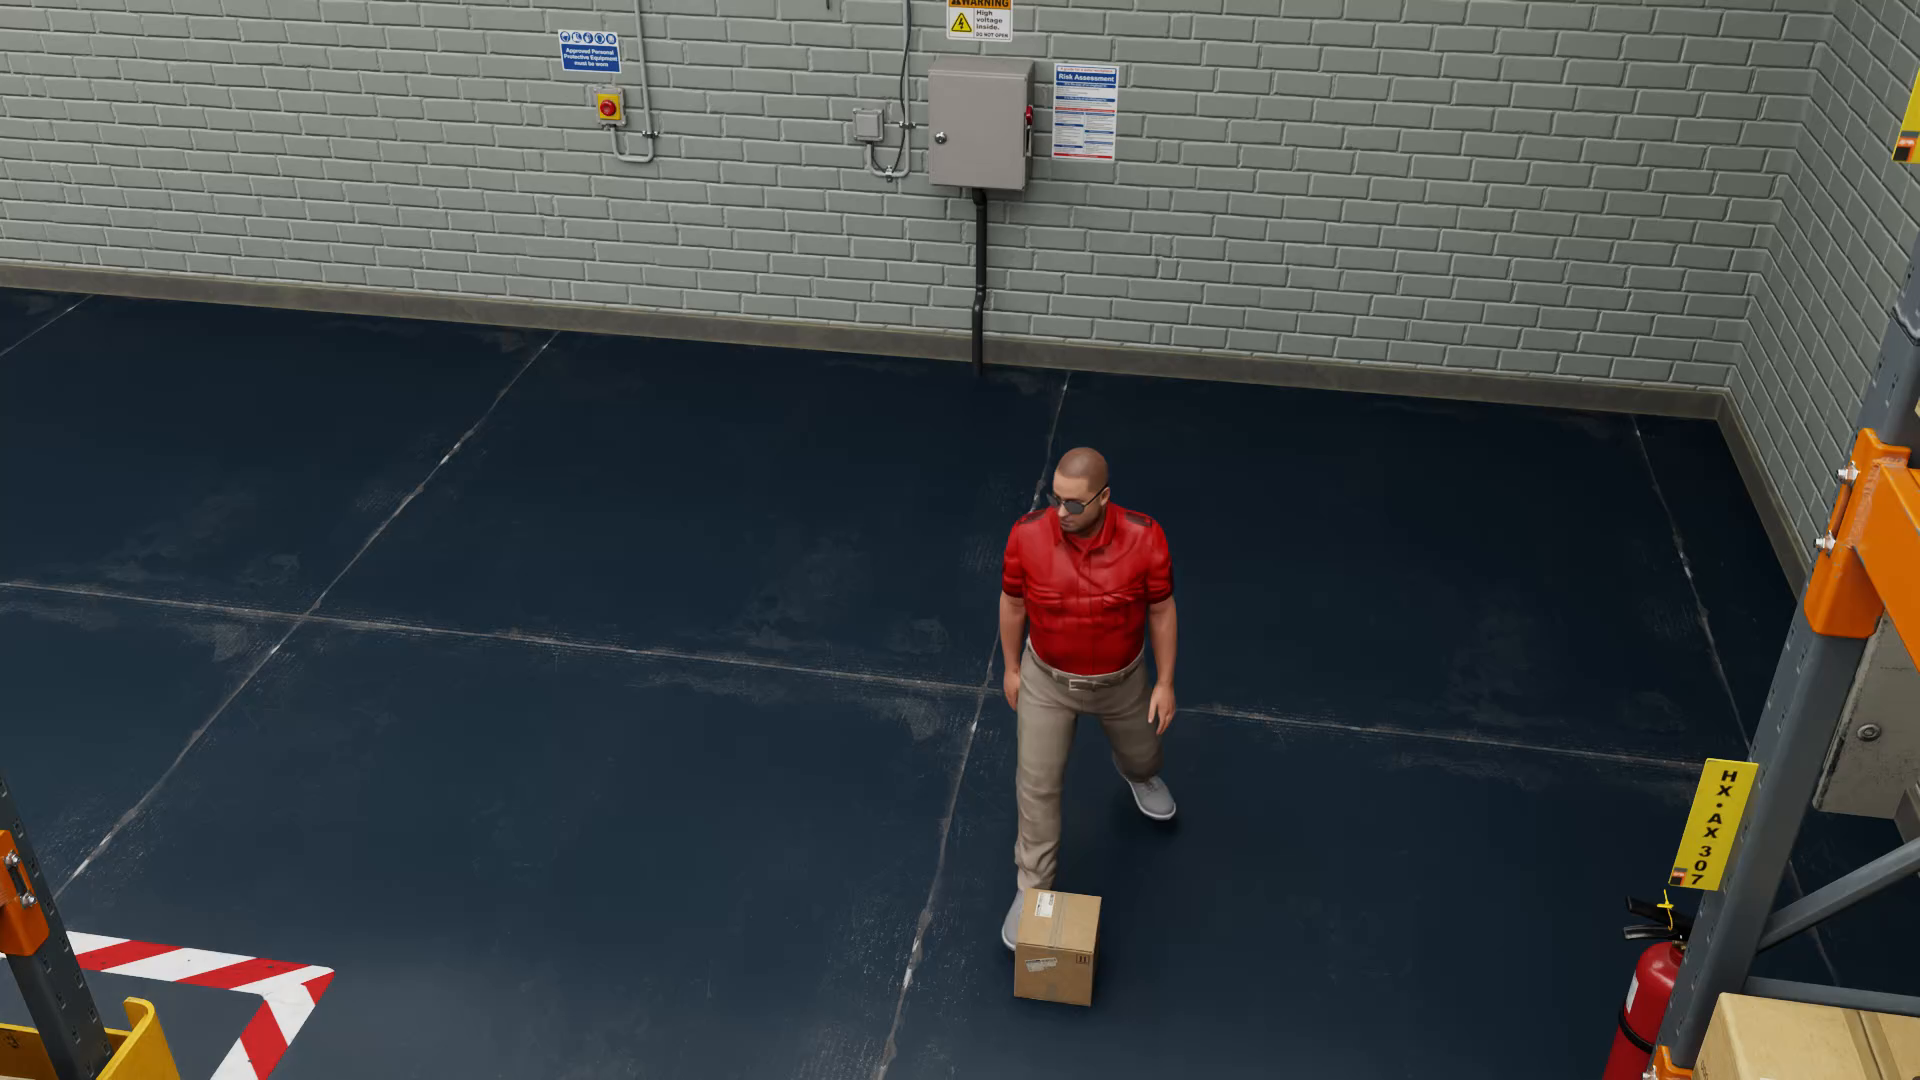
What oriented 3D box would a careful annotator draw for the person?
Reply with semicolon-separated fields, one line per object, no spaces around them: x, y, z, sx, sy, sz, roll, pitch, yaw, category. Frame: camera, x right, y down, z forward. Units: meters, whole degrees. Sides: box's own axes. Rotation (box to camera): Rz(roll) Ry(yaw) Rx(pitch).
0.448;0.433;5.451;0.647;1.706;0.898;2;32;3;person
